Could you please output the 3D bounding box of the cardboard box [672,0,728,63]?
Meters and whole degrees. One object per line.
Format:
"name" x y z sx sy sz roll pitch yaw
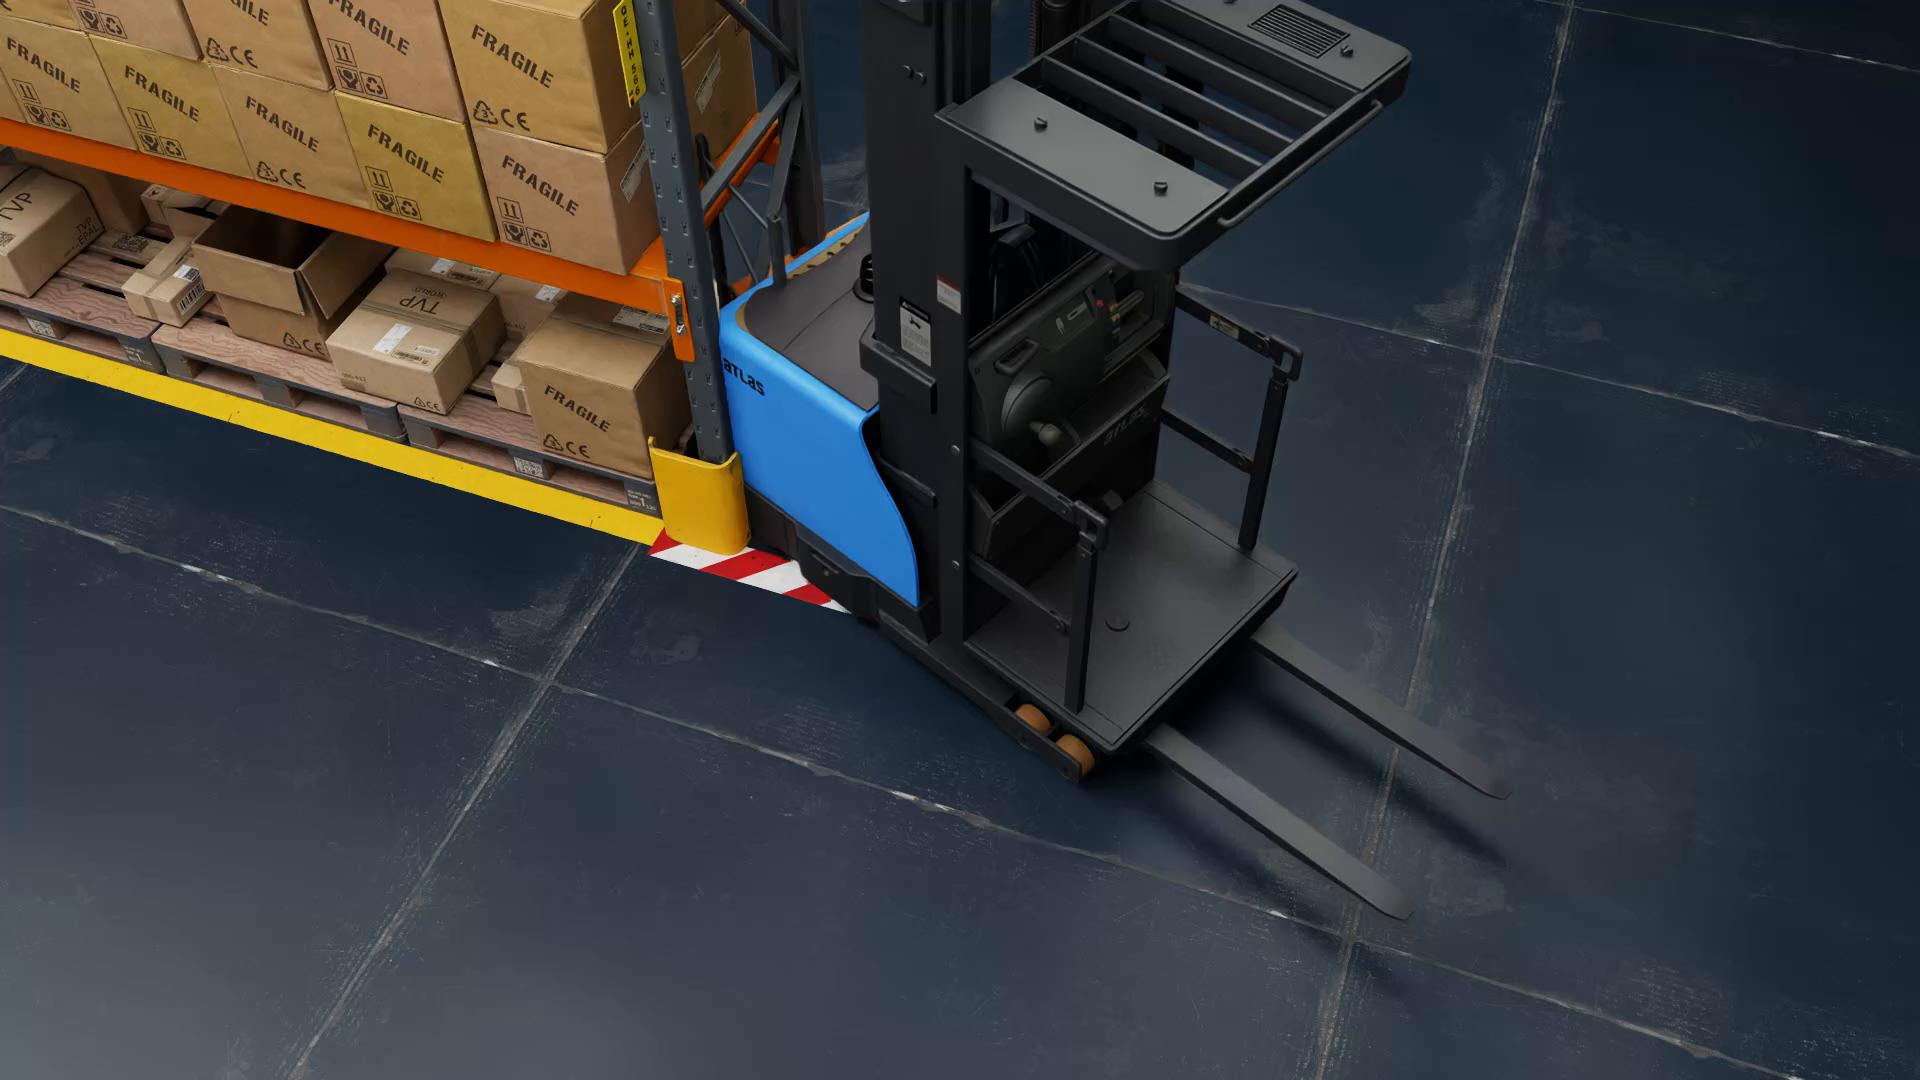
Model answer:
"cardboard box" -1.086 -2.009 5.645 0.500 0.500 0.500 17 51 14

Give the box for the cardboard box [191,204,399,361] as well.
"cardboard box" -2.750 -1.231 7.060 0.637 0.503 0.797 16 51 13

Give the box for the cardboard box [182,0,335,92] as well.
"cardboard box" -2.236 -1.892 5.543 0.500 0.500 0.500 17 51 14

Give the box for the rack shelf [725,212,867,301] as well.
"rack shelf" -0.392 -1.027 6.706 1.000 0.185 0.538 -32 65 -20

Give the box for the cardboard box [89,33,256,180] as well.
"cardboard box" -2.703 -1.703 6.041 0.500 0.500 0.500 15 51 13

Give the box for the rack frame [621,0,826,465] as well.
"rack frame" -0.761 -1.346 5.798 0.127 3.000 1.000 16 51 13

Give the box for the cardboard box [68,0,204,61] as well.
"cardboard box" -2.718 -2.026 5.660 0.500 0.500 0.500 17 51 14

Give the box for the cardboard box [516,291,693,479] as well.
"cardboard box" -1.357 -0.639 6.548 0.500 0.500 0.500 16 51 13

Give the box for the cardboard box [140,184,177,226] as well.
"cardboard box" -3.508 -1.600 7.614 0.250 0.149 0.380 16 51 13

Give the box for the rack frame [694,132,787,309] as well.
"rack frame" -0.792 -0.865 6.383 0.032 1.500 0.500 -32 65 -20

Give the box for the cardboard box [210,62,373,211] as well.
"cardboard box" -2.230 -1.571 5.927 0.500 0.500 0.500 16 51 13

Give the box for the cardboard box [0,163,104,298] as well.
"cardboard box" -4.195 -1.393 7.327 0.500 0.311 0.500 16 51 13

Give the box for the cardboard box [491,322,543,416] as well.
"cardboard box" -1.706 -0.699 6.822 0.250 0.166 0.380 16 51 13

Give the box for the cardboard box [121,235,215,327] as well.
"cardboard box" -3.380 -1.127 7.192 0.250 0.166 0.380 16 51 13

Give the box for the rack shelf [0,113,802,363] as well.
"rack shelf" -2.638 -1.634 6.524 4.000 0.370 1.077 16 51 13

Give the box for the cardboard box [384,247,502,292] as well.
"cardboard box" -2.111 -1.195 7.195 0.500 0.250 0.500 16 51 13

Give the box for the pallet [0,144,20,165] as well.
"pallet" -5.290 -1.666 7.921 1.213 0.211 1.003 16 51 13

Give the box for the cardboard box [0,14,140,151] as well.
"cardboard box" -3.180 -1.835 6.156 0.500 0.500 0.500 15 51 13

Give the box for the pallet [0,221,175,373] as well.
"pallet" -3.870 -1.299 7.603 1.213 0.211 1.003 16 51 13

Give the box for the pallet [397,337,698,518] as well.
"pallet" -1.581 -0.660 7.049 1.213 0.211 1.003 16 51 13

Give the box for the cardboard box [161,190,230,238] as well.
"cardboard box" -3.177 -1.512 7.430 0.500 0.311 0.500 16 51 13

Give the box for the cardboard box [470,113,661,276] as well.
"cardboard box" -1.276 -1.303 5.695 0.500 0.500 0.500 17 51 14

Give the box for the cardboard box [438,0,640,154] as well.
"cardboard box" -1.274 -1.628 5.314 0.500 0.500 0.500 15 51 13

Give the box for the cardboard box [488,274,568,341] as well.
"cardboard box" -1.642 -1.064 7.082 0.500 0.250 0.500 16 51 13

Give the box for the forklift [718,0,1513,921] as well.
"forklift" 0.524 -0.564 5.166 3.031 2.935 1.130 35 57 26

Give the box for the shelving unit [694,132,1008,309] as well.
"shelving unit" -0.380 -1.125 6.555 1.083 1.500 0.587 -32 65 -20

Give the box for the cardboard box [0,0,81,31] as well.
"cardboard box" -3.203 -2.161 5.777 0.500 0.500 0.500 14 51 12

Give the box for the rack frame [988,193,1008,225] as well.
"rack frame" 0.018 -1.377 6.722 0.032 1.500 0.500 -32 65 -20

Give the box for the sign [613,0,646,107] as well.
"sign" -0.973 -1.440 4.904 0.005 0.325 0.100 16 51 13

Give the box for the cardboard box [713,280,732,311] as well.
"cardboard box" -1.035 -0.909 7.015 0.250 0.149 0.380 16 51 13

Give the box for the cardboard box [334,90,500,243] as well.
"cardboard box" -1.764 -1.436 5.810 0.500 0.500 0.500 16 51 13

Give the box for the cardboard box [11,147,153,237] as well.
"cardboard box" -3.881 -1.770 7.529 0.500 0.500 0.500 16 51 13

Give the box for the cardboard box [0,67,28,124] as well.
"cardboard box" -3.649 -1.967 6.271 0.500 0.500 0.500 16 51 14

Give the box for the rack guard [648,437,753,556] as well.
"rack guard" -0.833 -0.547 6.760 0.348 0.500 1.175 16 51 13

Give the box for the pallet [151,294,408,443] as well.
"pallet" -2.721 -0.981 7.327 1.213 0.211 1.003 16 51 13

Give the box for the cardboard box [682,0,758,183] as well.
"cardboard box" -1.086 -1.682 6.023 0.500 0.500 0.500 17 51 14

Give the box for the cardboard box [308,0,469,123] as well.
"cardboard box" -1.748 -1.759 5.428 0.500 0.500 0.500 17 51 14

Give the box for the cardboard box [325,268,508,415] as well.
"cardboard box" -2.238 -0.827 6.877 0.500 0.250 0.500 16 51 13
